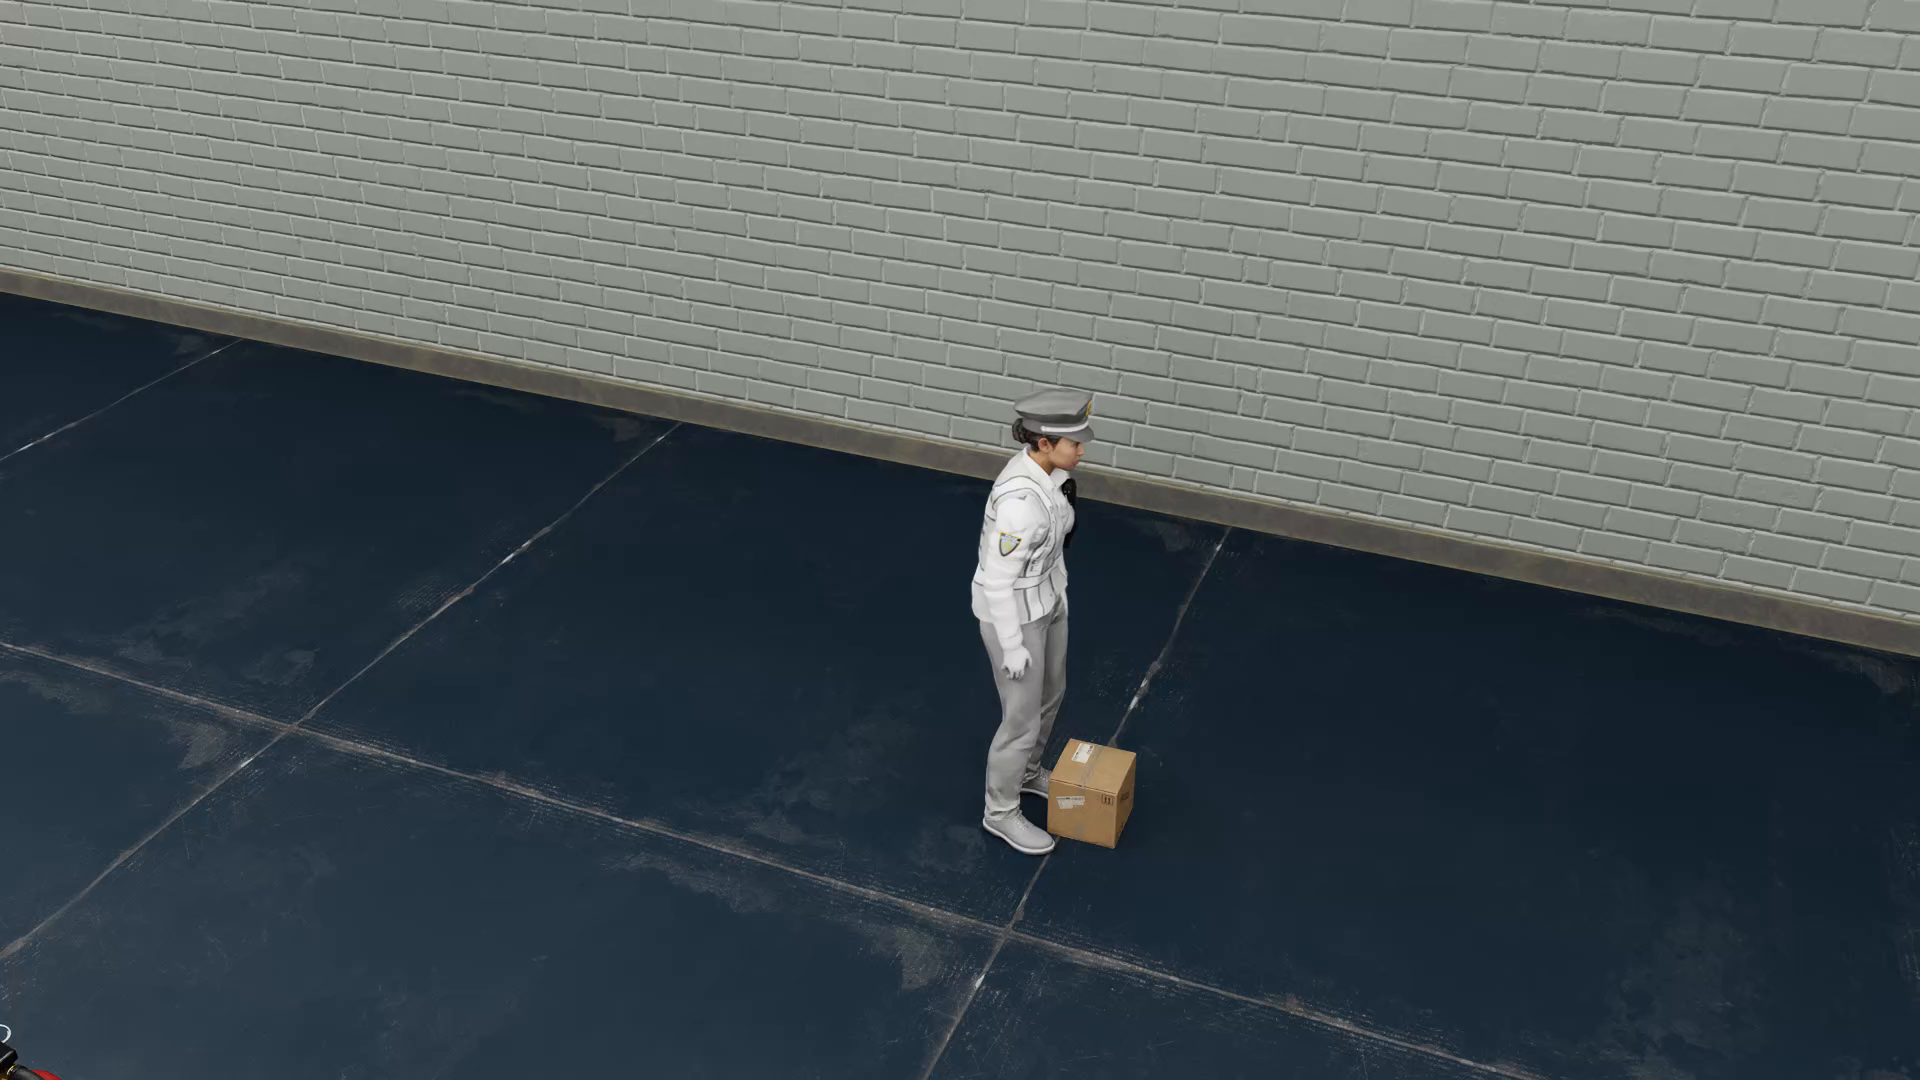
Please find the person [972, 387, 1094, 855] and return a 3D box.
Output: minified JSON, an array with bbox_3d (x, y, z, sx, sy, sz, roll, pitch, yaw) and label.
[{"bbox_3d":[0.241,0.256,5.679,0.373,1.662,0.526,11,31,18],"label":"person"}]
